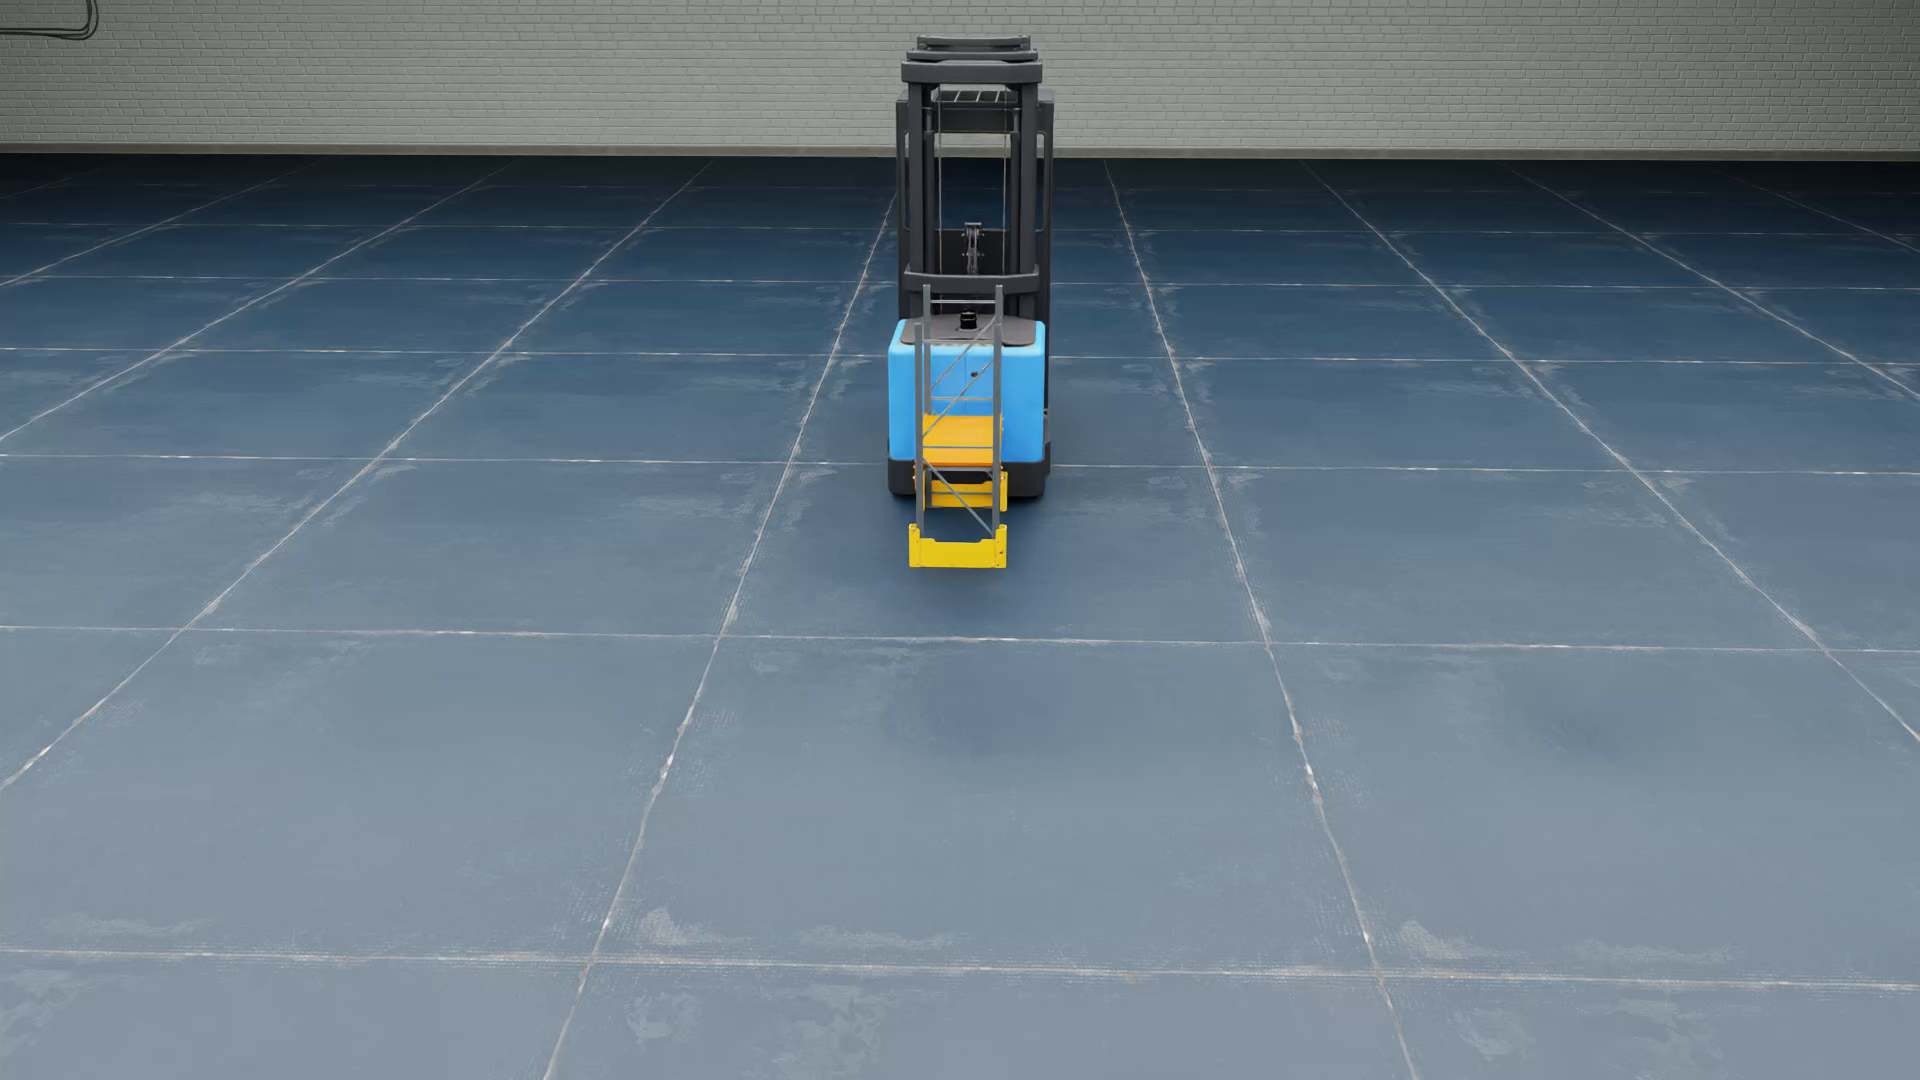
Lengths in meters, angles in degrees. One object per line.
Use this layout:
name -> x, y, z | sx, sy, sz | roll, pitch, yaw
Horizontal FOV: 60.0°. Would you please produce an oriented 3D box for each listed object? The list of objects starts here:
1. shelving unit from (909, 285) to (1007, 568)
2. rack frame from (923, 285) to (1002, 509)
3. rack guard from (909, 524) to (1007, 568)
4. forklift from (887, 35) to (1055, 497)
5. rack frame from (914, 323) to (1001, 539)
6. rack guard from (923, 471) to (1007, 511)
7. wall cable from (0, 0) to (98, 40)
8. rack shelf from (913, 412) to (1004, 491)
shelving unit -> 0.002, -0.727, 10.329 | 0.587, 1.500, 1.083 | 1, 21, 2
rack frame -> 0.018, -0.914, 10.811 | 0.500, 1.500, 0.032 | 1, 21, 2
rack guard -> -0.013, 0.036, 10.091 | 0.587, 0.250, 0.087 | 1, 21, 2
forklift -> 0.115, -2.142, 11.998 | 1.130, 2.935, 3.031 | 1, 21, 3
rack frame -> -0.013, -0.546, 9.863 | 0.500, 1.500, 0.032 | 1, 21, 2
rack guard -> 0.017, -0.324, 11.019 | 0.587, 0.250, 0.087 | 1, 21, 2
wall cable -> -14.763, -8.861, 25.219 | 3.097, 2.526, 0.112 | 1, 21, 2
rack shelf -> 0.003, -0.562, 10.402 | 0.538, 0.185, 1.000 | 1, 21, 2
